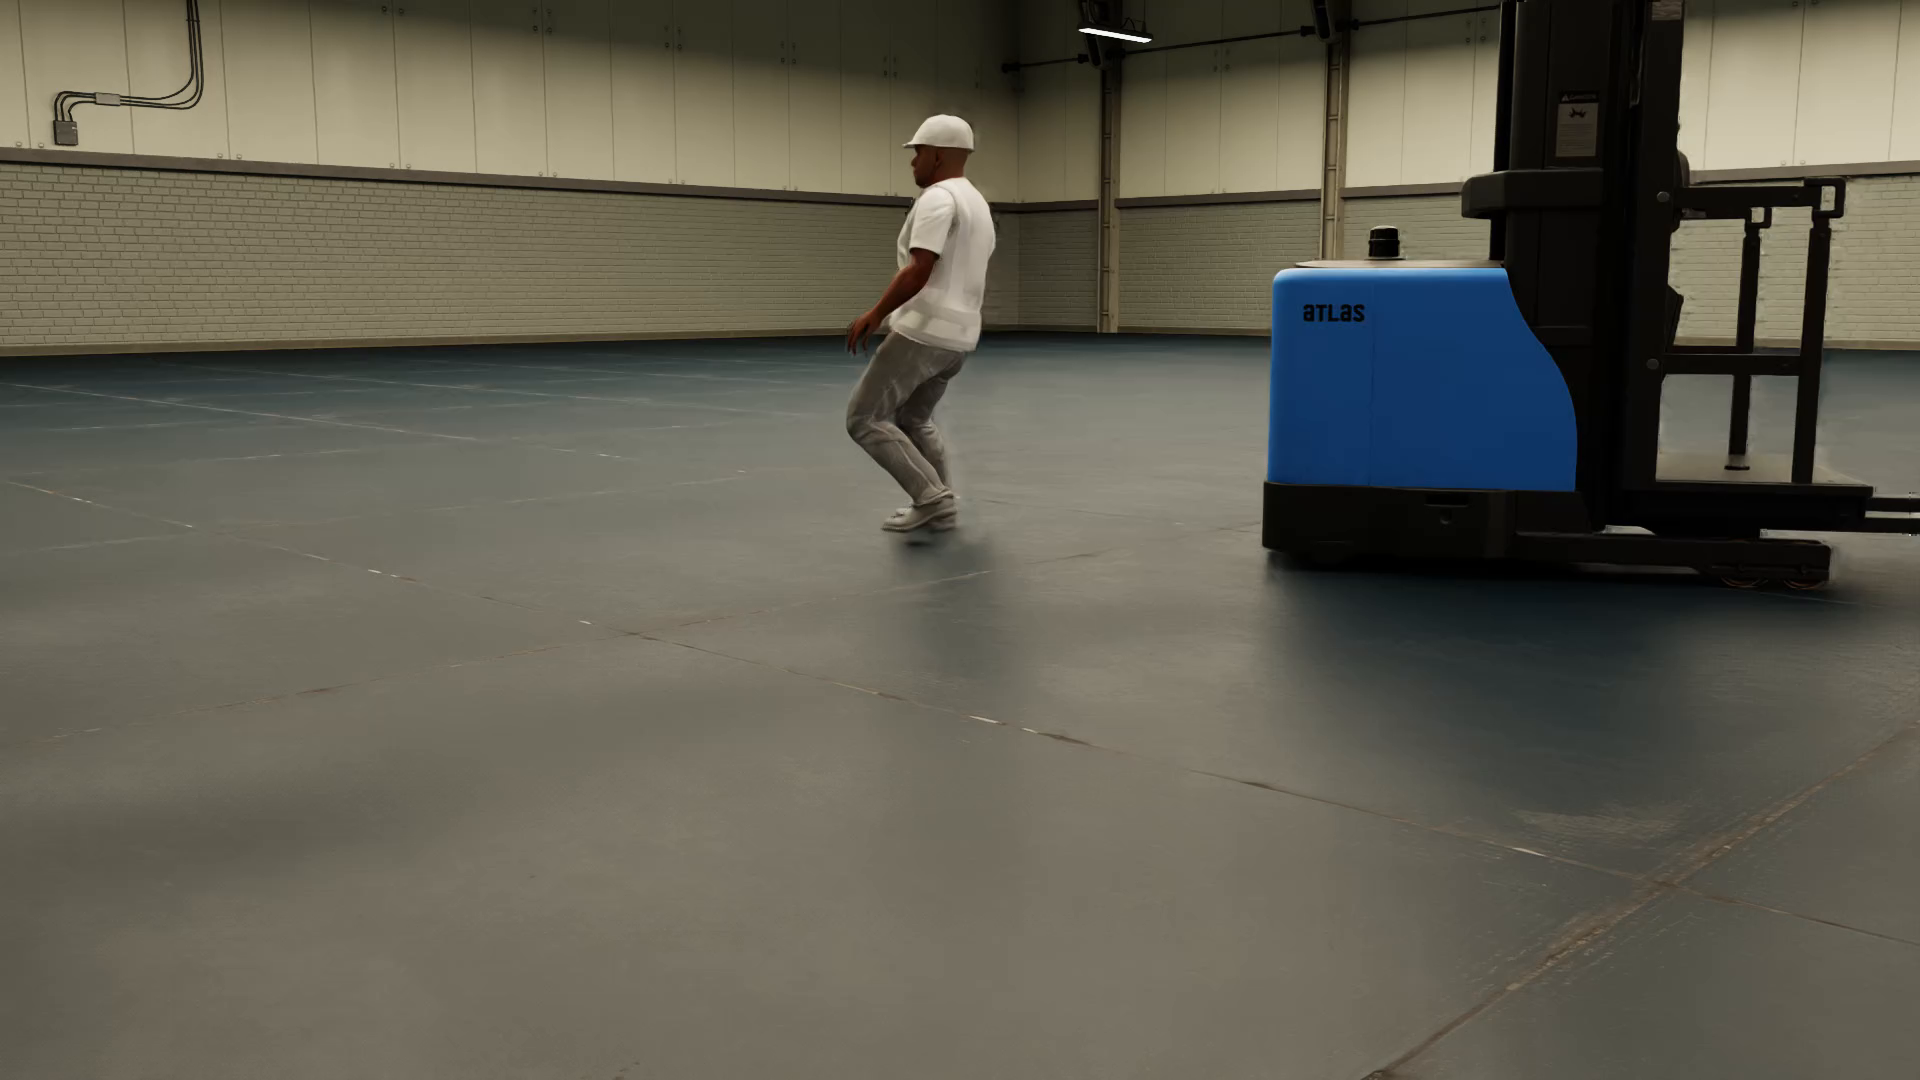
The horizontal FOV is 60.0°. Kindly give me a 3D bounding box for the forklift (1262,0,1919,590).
[{"bbox_3d":[2.680,-1.367,5.950,3.031,2.935,1.130,2,9,13],"label":"forklift"}]

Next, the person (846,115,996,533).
[{"bbox_3d":[-0.140,-0.836,6.658,0.547,1.678,0.826,3,9,21],"label":"person"}]
